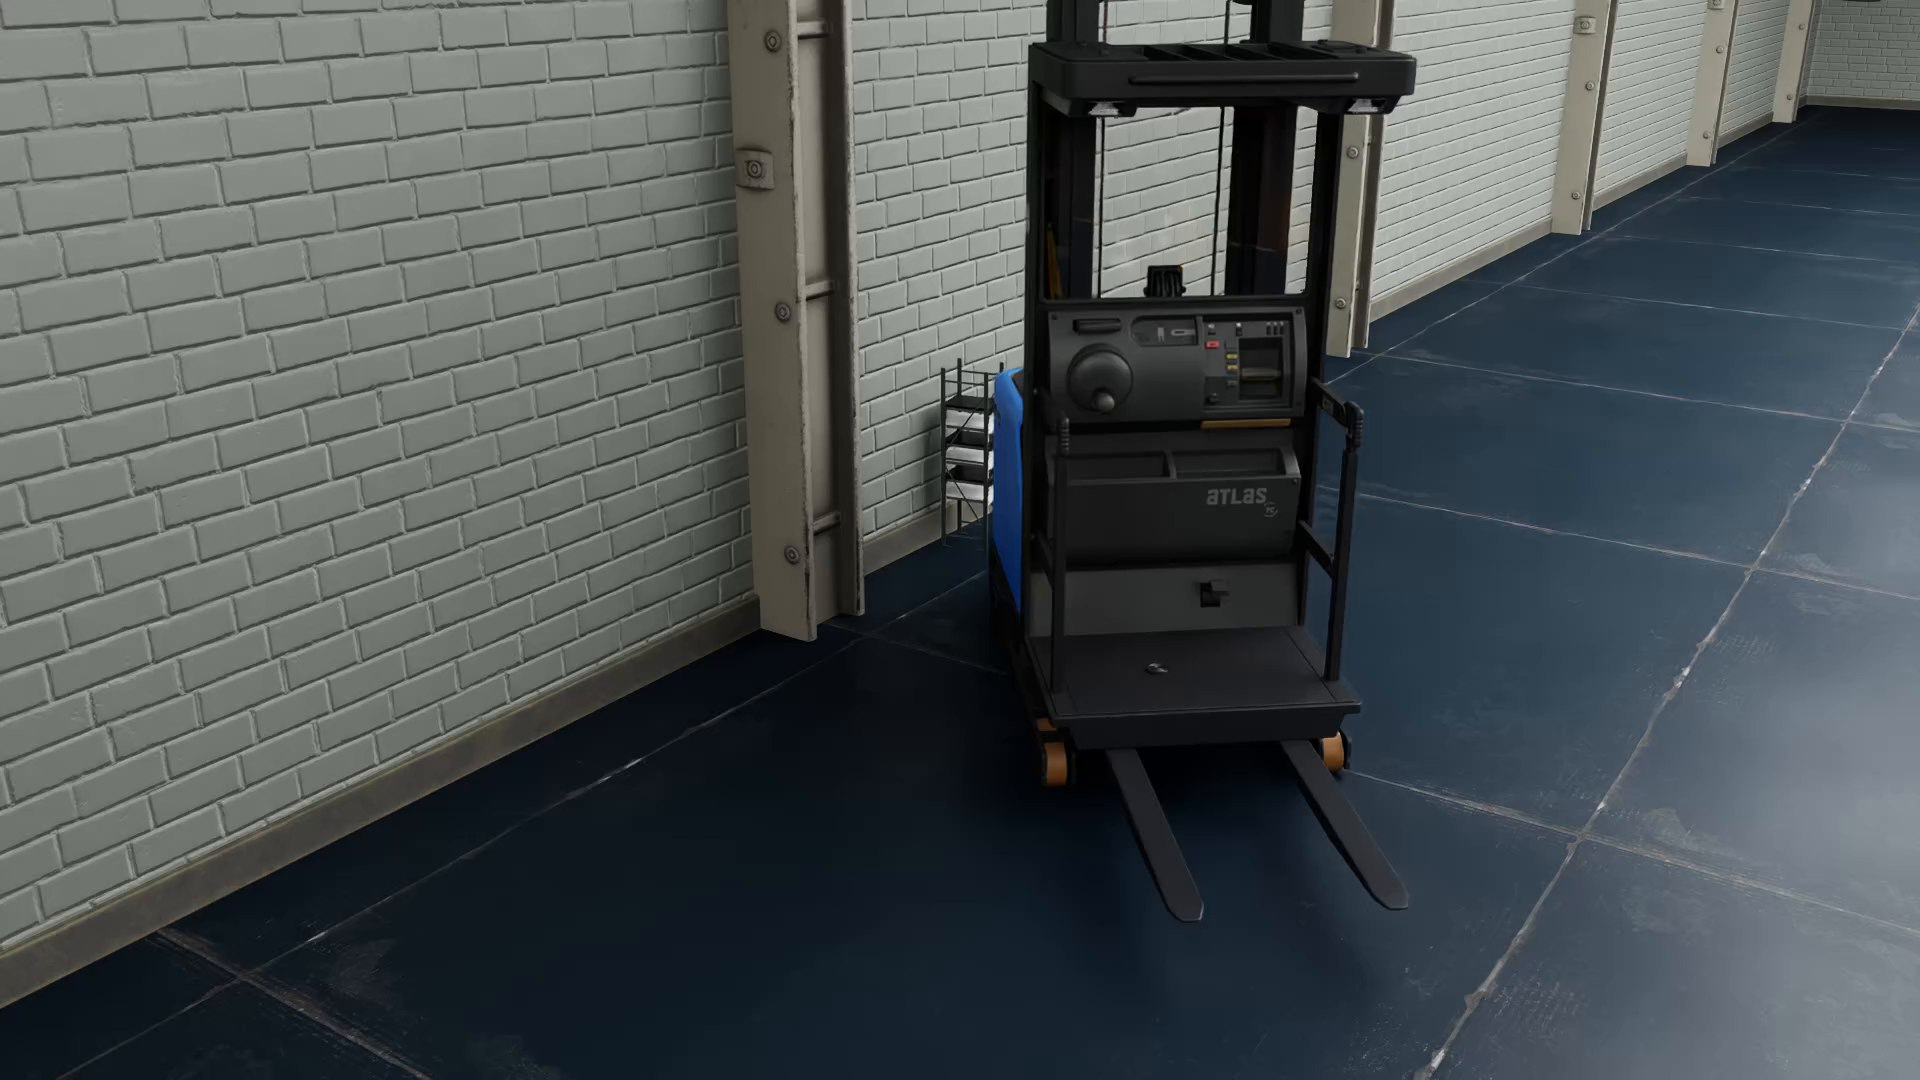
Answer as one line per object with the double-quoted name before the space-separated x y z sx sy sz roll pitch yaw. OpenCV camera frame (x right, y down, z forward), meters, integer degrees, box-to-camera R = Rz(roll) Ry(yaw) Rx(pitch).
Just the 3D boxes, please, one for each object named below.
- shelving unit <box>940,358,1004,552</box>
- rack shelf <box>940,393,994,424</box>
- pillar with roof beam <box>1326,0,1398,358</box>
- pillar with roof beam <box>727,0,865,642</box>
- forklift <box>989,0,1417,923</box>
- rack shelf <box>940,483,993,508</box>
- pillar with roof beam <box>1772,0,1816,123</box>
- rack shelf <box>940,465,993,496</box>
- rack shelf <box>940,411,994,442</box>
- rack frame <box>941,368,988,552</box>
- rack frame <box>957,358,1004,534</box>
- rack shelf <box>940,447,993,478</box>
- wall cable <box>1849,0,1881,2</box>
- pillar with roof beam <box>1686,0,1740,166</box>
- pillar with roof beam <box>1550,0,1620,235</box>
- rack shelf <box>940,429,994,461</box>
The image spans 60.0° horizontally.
"shelving unit" 0.060 -0.411 8.077 0.258 0.900 0.210 8 22 21
"rack shelf" 0.060 -0.633 7.996 0.258 0.077 0.200 8 22 21
"pillar with roof beam" 6.276 -4.754 8.146 9.100 9.000 0.400 13 24 32
"pillar with roof beam" 2.903 -3.033 3.492 9.100 9.000 0.400 13 24 32
"forklift" 0.799 -0.621 5.719 1.130 2.935 3.031 -2 20 -6
"rack shelf" 0.060 -0.210 8.151 0.258 0.077 0.200 8 22 21
"pillar with roof beam" 16.395 -9.919 22.108 9.100 9.000 0.400 13 24 32
"rack shelf" 0.060 -0.295 8.120 0.258 0.077 0.200 8 22 21
"rack shelf" 0.060 -0.548 8.027 0.258 0.077 0.200 8 22 21
"rack frame" 0.021 -0.378 7.989 0.240 0.900 0.006 8 22 21
"rack frame" 0.099 -0.443 8.166 0.240 0.900 0.006 8 22 21
"rack shelf" 0.060 -0.379 8.089 0.258 0.077 0.200 8 22 21
"wall cable" 15.584 -9.889 26.505 3.097 2.526 0.112 13 24 32
"pillar with roof beam" 13.022 -8.197 17.454 9.100 9.000 0.400 13 24 32
"pillar with roof beam" 9.649 -6.476 12.800 9.100 9.000 0.400 13 24 32
"rack shelf" 0.060 -0.464 8.058 0.258 0.077 0.200 8 22 21
